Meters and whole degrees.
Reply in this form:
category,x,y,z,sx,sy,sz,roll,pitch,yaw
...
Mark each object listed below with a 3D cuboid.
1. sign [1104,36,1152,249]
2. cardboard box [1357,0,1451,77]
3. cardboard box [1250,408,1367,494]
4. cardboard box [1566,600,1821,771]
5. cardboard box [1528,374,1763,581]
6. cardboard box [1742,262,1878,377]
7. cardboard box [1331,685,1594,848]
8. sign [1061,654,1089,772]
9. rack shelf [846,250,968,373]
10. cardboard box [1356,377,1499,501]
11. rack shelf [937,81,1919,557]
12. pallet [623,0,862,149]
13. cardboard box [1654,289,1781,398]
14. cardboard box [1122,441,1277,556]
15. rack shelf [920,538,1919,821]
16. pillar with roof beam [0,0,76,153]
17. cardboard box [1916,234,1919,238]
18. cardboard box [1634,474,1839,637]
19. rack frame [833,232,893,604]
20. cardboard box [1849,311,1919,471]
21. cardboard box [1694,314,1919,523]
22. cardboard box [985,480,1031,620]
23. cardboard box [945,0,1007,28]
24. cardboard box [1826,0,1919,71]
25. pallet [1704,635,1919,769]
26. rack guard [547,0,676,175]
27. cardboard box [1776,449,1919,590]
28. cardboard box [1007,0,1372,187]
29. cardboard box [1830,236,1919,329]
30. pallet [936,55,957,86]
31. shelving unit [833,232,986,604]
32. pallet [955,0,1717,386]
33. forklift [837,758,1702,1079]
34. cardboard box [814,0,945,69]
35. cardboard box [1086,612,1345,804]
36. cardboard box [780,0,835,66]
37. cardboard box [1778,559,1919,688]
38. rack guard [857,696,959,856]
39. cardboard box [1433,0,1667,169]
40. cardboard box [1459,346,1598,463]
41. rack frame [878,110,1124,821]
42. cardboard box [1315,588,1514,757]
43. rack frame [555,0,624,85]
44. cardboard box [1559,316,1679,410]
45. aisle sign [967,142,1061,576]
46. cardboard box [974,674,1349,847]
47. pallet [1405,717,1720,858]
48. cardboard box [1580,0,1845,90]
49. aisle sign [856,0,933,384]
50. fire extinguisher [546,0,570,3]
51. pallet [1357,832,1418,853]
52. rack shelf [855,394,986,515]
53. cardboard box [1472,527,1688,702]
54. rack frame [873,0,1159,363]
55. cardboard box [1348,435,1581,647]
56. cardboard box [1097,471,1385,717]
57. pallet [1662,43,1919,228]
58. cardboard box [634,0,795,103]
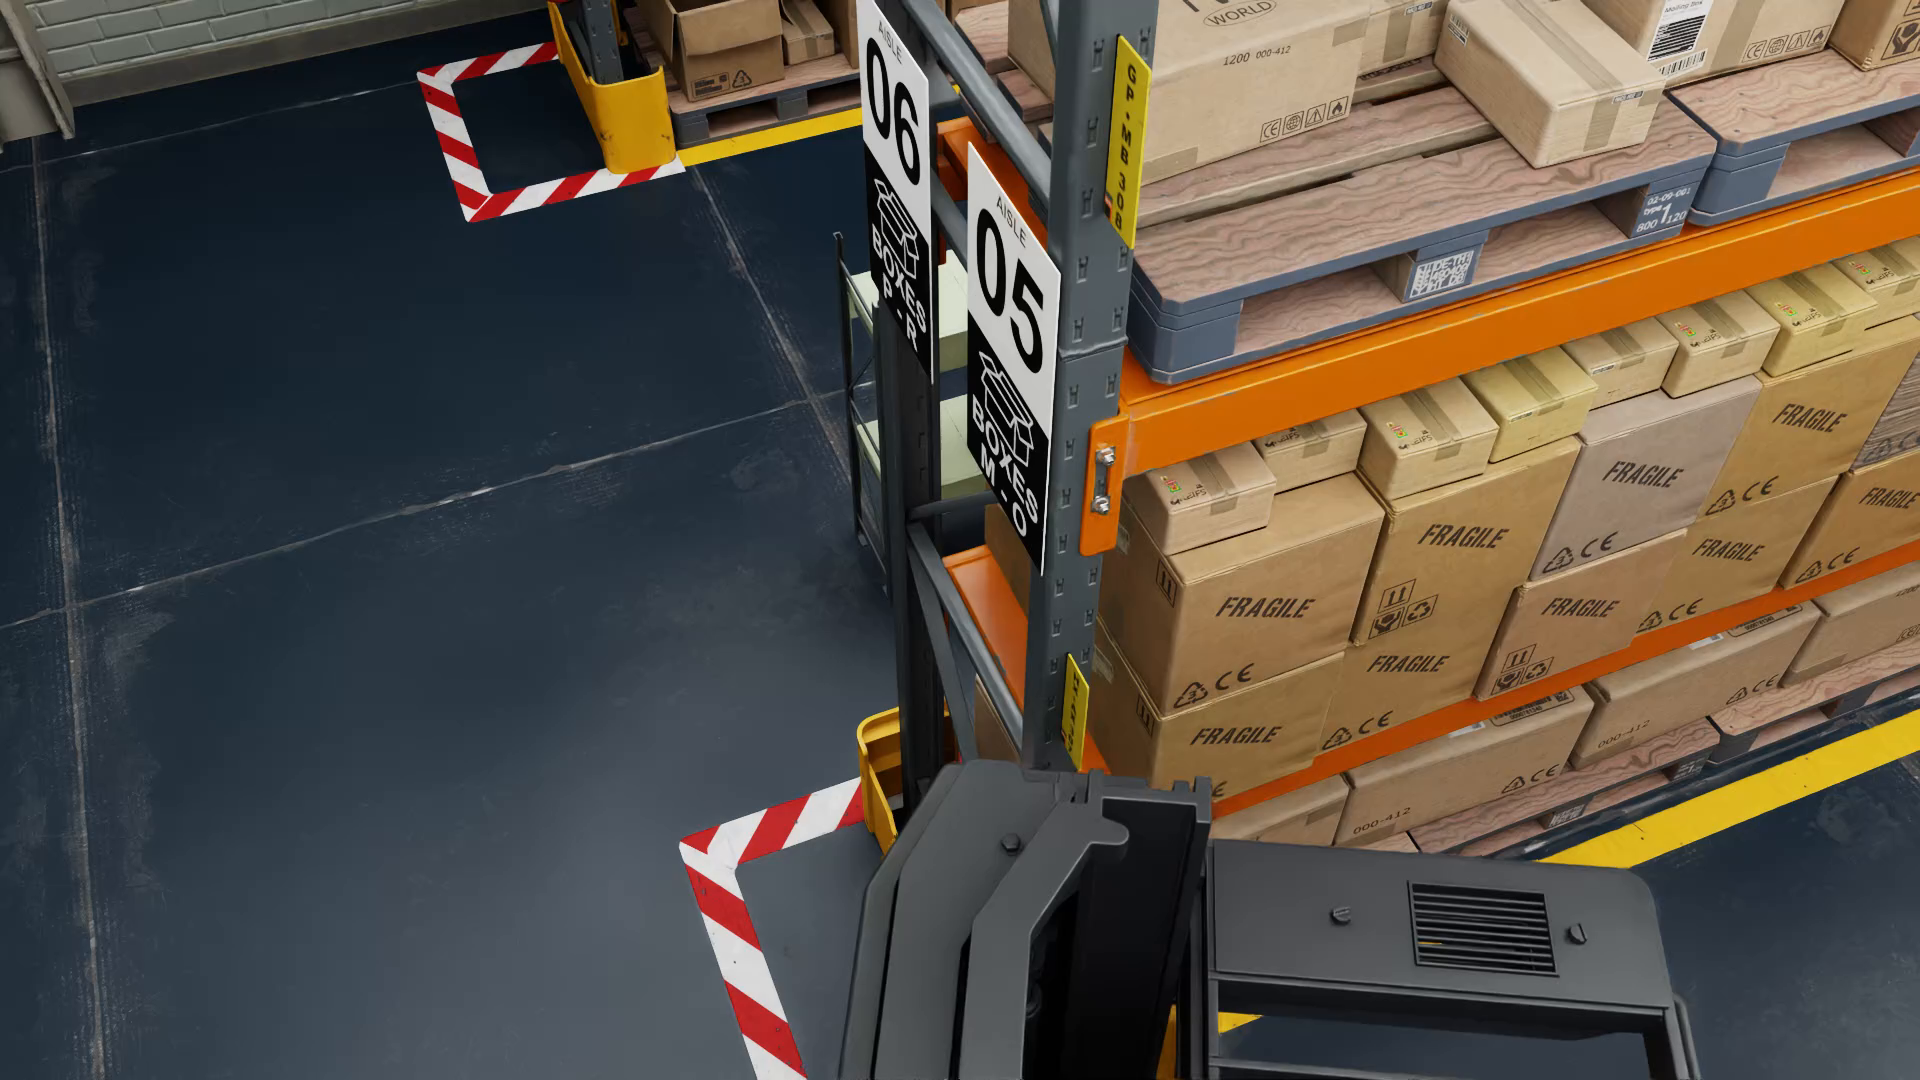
category,x,y,z,sx,sy,sz,roll,pitch,yaw
sign,0.252,-0.596,2.520,0.005,0.325,0.100,-17,52,-14
cardboard box,0.788,-1.134,3.433,0.250,0.149,0.380,-21,52,-17
cardboard box,0.697,-0.302,3.720,0.250,0.149,0.380,-16,51,-13
cardboard box,2.301,0.213,5.843,0.875,0.438,0.875,-19,52,-15
cardboard box,1.549,-0.302,4.148,0.500,0.500,0.500,-18,52,-15
cardboard box,1.933,-0.592,3.970,0.250,0.149,0.380,-18,52,-15
cardboard box,1.465,0.470,5.622,0.875,0.438,0.875,-16,51,-13
sign,0.252,0.384,3.661,0.005,0.325,0.100,-17,52,-14
rack shelf,0.006,-0.745,5.727,0.720,0.370,0.431,-17,52,-14
cardboard box,0.981,-0.296,3.715,0.250,0.149,0.380,-16,51,-13
rack shelf,1.899,-1.017,3.983,4.000,0.370,1.077,-17,52,-14
pallet,-1.024,-2.528,8.622,1.213,0.211,1.003,-17,52,-14
cardboard box,1.688,-0.539,3.924,0.250,0.149,0.380,-17,51,-14
cardboard box,0.481,-0.177,3.613,0.250,0.149,0.380,-16,51,-13
rack shelf,1.899,-0.039,5.121,4.000,0.370,1.077,-17,52,-14
pillar with roof beam,-3.041,-1.976,2.356,0.400,9.000,9.100,-17,52,-14
cardboard box,2.379,-0.783,4.133,0.250,0.149,0.380,-18,52,-15
cardboard box,1.994,-0.122,4.652,0.500,0.500,0.500,-16,51,-13
rack frame,-0.333,-0.386,5.933,0.023,1.500,0.400,-17,52,-14
cardboard box,2.478,-0.584,4.390,0.500,0.500,0.500,-17,51,-14
cardboard box,2.011,-0.446,4.271,0.500,0.500,0.500,-17,51,-14
cardboard box,0.394,-0.057,4.596,0.500,0.500,0.500,-17,51,-14
cardboard box,0.103,-2.916,8.488,0.500,0.500,0.500,-16,51,-14
cardboard box,1.971,-1.352,3.389,0.500,0.500,0.500,-16,51,-14
pallet,3.017,0.224,6.259,1.213,0.211,1.003,-17,52,-14
rack guard,-1.762,-2.392,8.316,0.348,0.500,1.175,-17,52,-14
cardboard box,2.484,-0.261,4.772,0.500,0.500,0.500,-18,52,-15
cardboard box,0.430,-0.990,3.243,0.500,0.250,0.500,-22,53,-18
cardboard box,2.157,-0.702,4.064,0.250,0.149,0.380,-17,52,-14
pallet,0.103,-2.875,8.920,1.213,0.211,1.003,-17,52,-14
shelving unit,0.006,-0.491,6.023,0.755,1.500,0.431,-17,52,-14
pallet,0.731,-0.868,3.441,1.213,0.211,1.003,-17,52,-14
forklift,0.663,1.607,3.279,3.031,2.935,1.130,4,49,3
cardboard box,-0.424,-2.834,8.418,0.500,0.500,0.700,-15,51,-13
cardboard box,0.601,0.331,4.263,0.500,0.500,0.500,-18,52,-15
cardboard box,-0.822,-2.596,8.446,0.250,0.149,0.380,-19,52,-16
cardboard box,3.129,-0.045,6.064,0.875,0.438,0.875,-18,52,-15
rack guard,0.026,1.121,5.298,0.348,0.500,1.175,-17,52,-14
cardboard box,1.142,-0.915,3.245,0.250,0.149,0.380,-16,51,-13
cardboard box,1.218,-0.384,3.791,0.250,0.149,0.380,-19,52,-15
rack frame,0.048,0.300,4.356,0.127,3.000,1.000,-17,52,-14
cardboard box,1.059,0.167,4.404,0.500,0.500,0.500,-18,52,-15
rack frame,-1.832,-3.185,7.349,0.127,3.000,1.000,-17,52,-14
cardboard box,1.441,-0.497,3.888,0.250,0.149,0.380,-17,51,-14
aisle sign,0.091,-0.323,3.177,0.004,0.787,0.394,-17,52,-14
cardboard box,0.621,0.738,5.391,0.875,0.438,0.875,-19,52,-15
pallet,1.886,0.577,5.956,1.213,0.211,1.003,-17,52,-14
cardboard box,1.453,-1.212,3.393,0.500,0.311,0.500,-16,51,-14
aisle sign,-0.136,-0.744,3.539,0.004,0.787,0.394,-17,52,-14
fire extinguisher,-1.794,-2.671,7.205,0.183,0.674,0.296,-17,52,-14
pallet,0.759,0.924,5.658,1.213,0.211,1.003,-17,52,-14
rack shelf,0.006,-0.278,6.271,0.720,0.370,0.431,-17,52,-14
cardboard box,1.536,0.033,4.519,0.500,0.500,0.500,-17,52,-14
rack frame,0.048,-1.654,2.080,0.127,3.000,1.000,-17,52,-14
cardboard box,1.076,-0.149,4.017,0.500,0.500,0.500,-18,52,-15
cardboard box,0.600,0.004,3.885,0.500,0.500,0.500,-18,52,-15
pallet,1.862,-1.221,3.744,1.213,0.211,1.003,-17,52,-14
cardboard box,-1.230,-2.617,8.230,0.637,0.503,0.797,-19,52,-16
